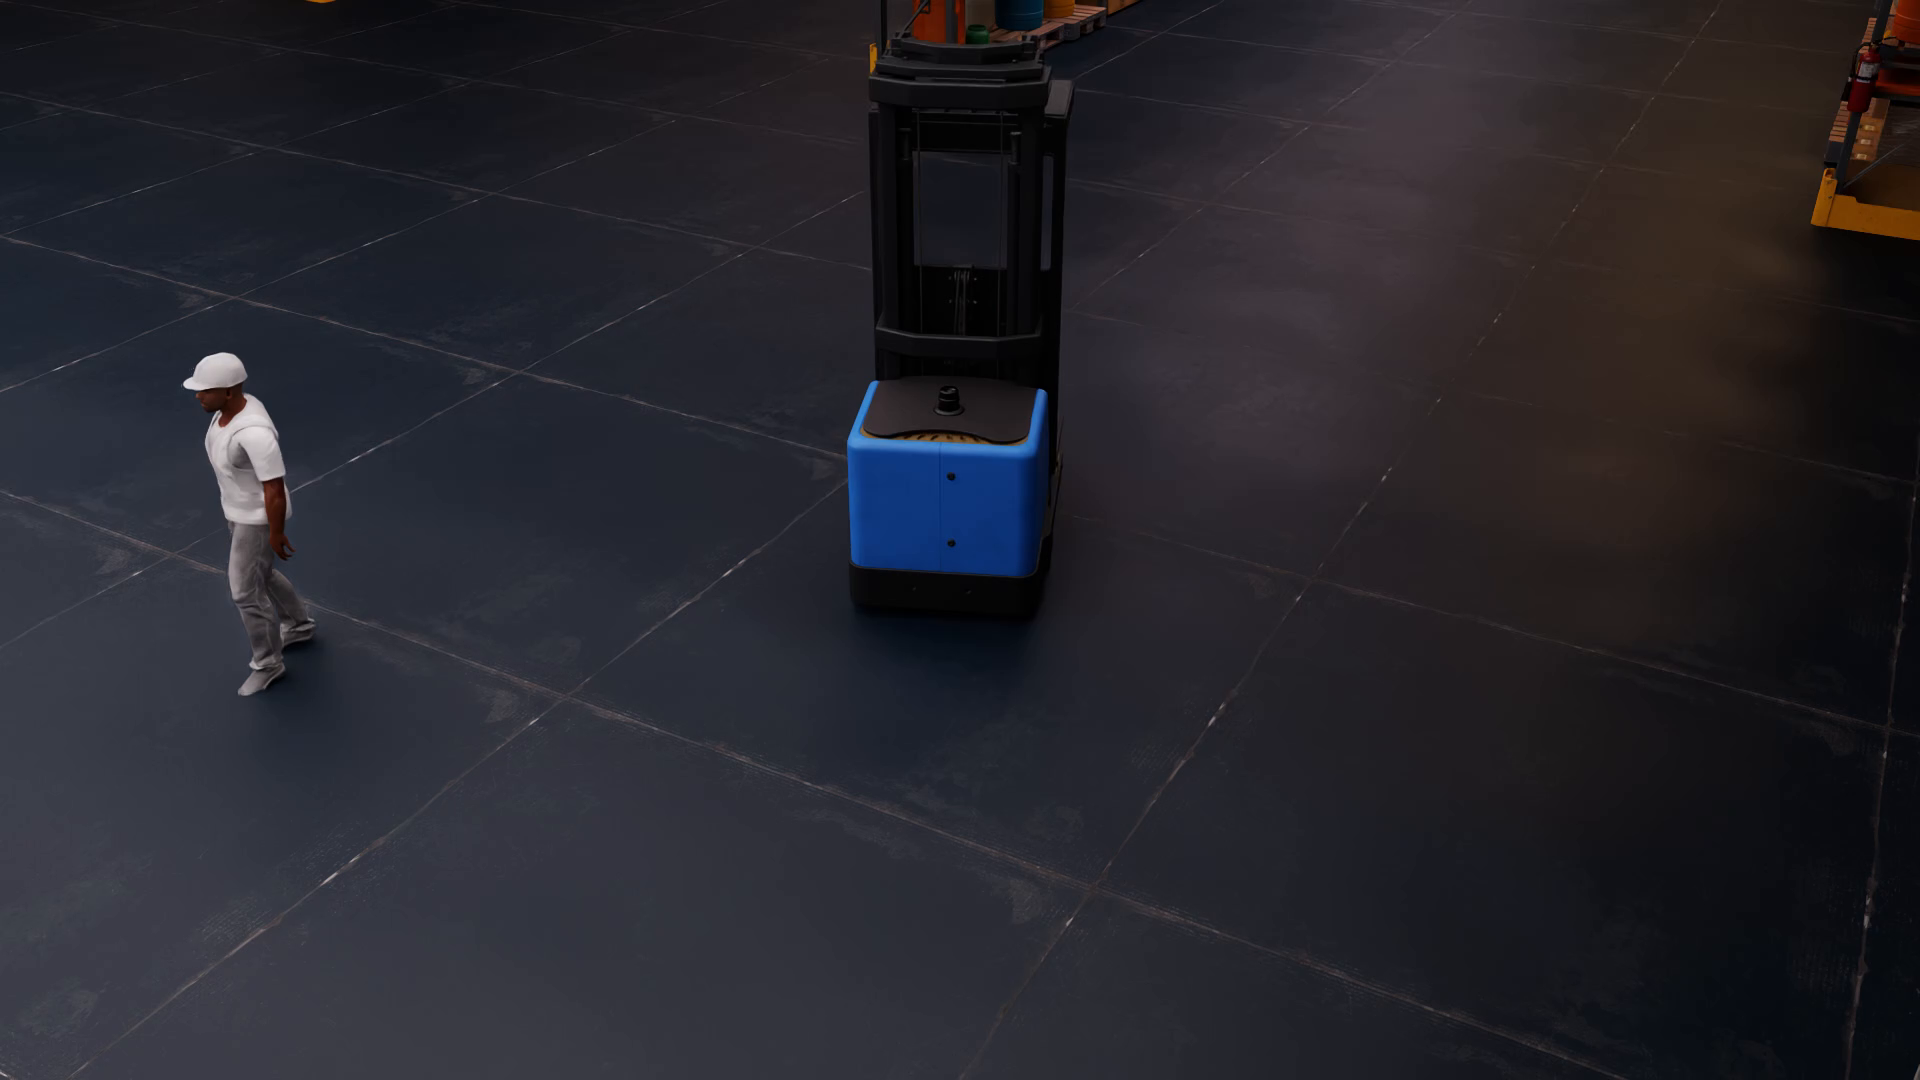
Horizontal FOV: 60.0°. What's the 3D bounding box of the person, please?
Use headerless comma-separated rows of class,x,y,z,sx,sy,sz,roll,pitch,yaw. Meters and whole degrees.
person,-3.676,-0.105,8.482,0.522,1.796,0.661,-17,34,-27

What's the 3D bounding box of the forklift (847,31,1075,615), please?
forklift,0.072,-1.572,9.794,1.130,2.935,3.031,3,30,6
